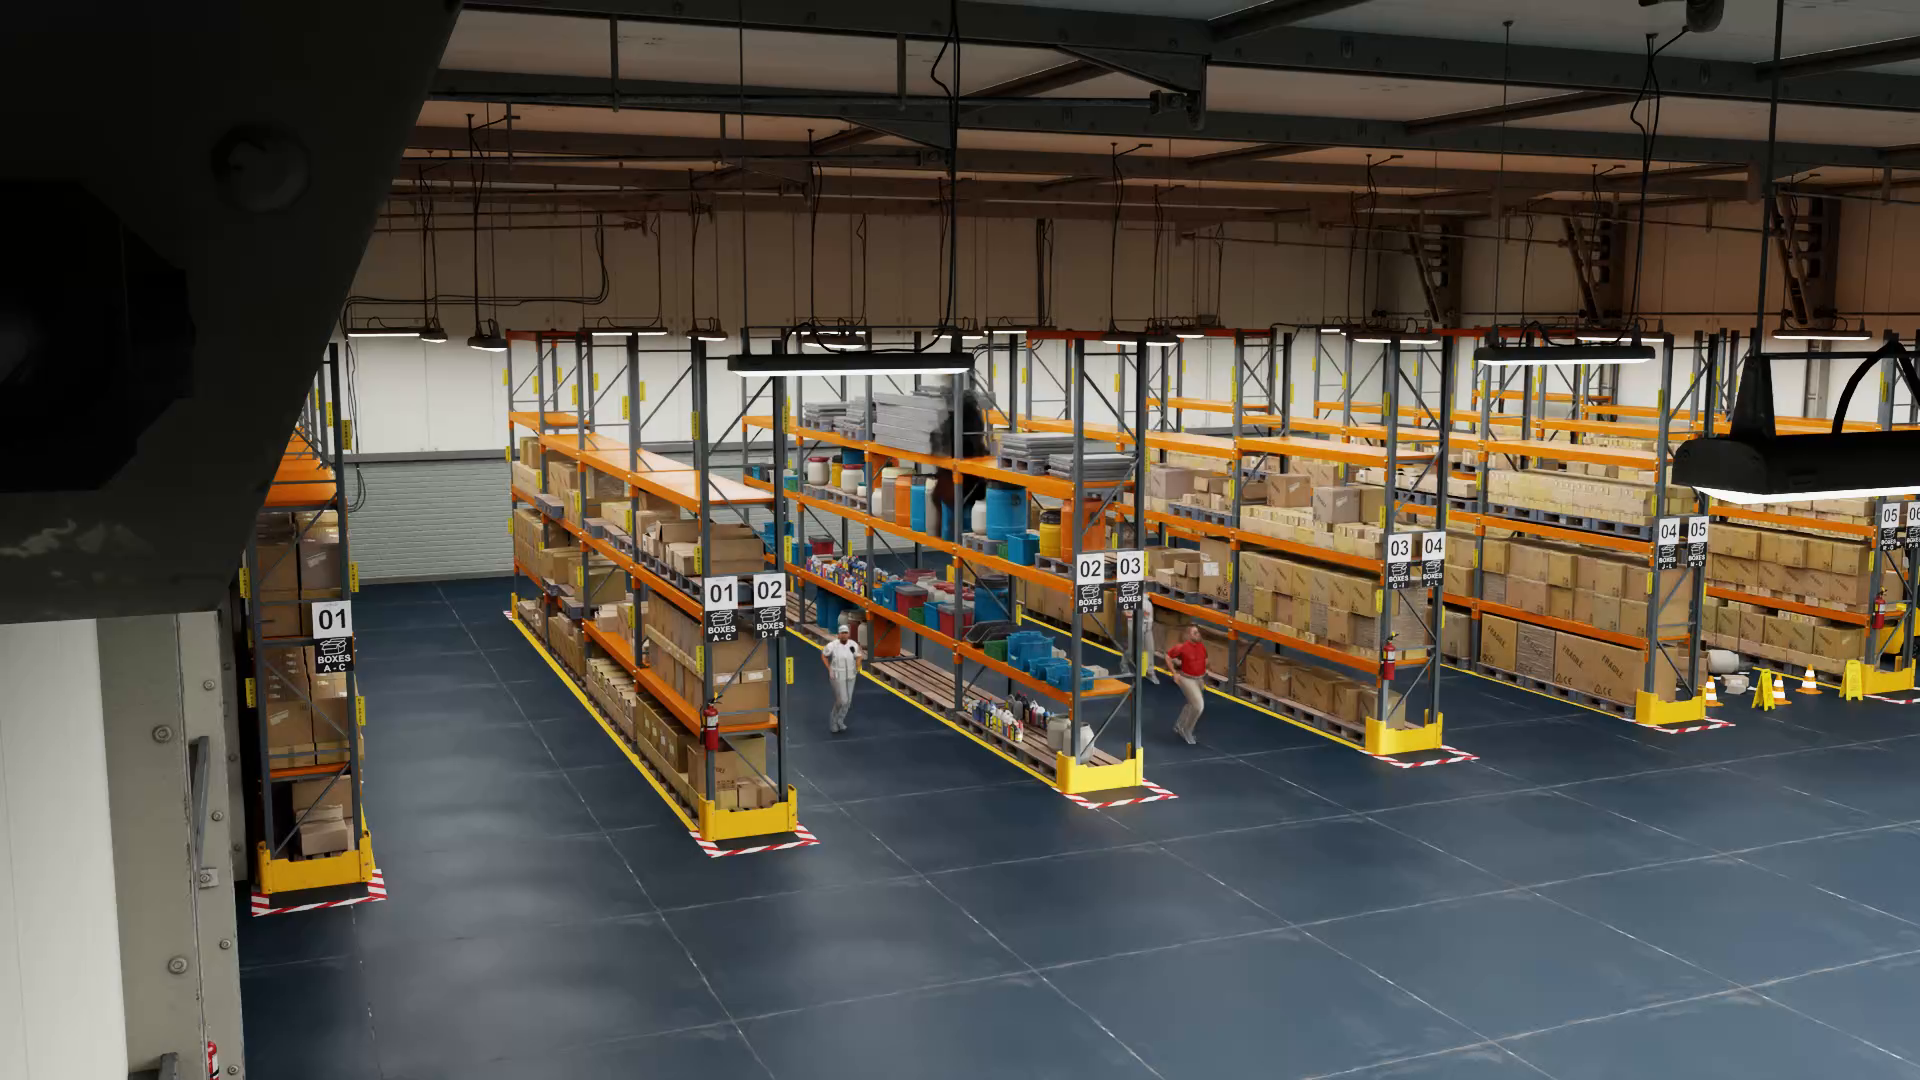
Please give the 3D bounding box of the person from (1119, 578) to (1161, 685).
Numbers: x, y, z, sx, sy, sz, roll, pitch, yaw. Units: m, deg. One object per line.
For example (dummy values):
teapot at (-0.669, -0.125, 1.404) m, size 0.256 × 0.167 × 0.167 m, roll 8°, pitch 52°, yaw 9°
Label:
person at (3.095, 1.541, 28.677) m, size 0.655 × 1.809 × 0.917 m, roll -5°, pitch 9°, yaw -32°

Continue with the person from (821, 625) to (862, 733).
person at (-1.750, 2.104, 25.199) m, size 0.581 × 1.658 × 0.638 m, roll -4°, pitch 9°, yaw -24°

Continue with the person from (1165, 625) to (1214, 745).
person at (3.454, 2.149, 24.646) m, size 0.635 × 1.772 × 0.729 m, roll -8°, pitch 11°, yaw -44°
